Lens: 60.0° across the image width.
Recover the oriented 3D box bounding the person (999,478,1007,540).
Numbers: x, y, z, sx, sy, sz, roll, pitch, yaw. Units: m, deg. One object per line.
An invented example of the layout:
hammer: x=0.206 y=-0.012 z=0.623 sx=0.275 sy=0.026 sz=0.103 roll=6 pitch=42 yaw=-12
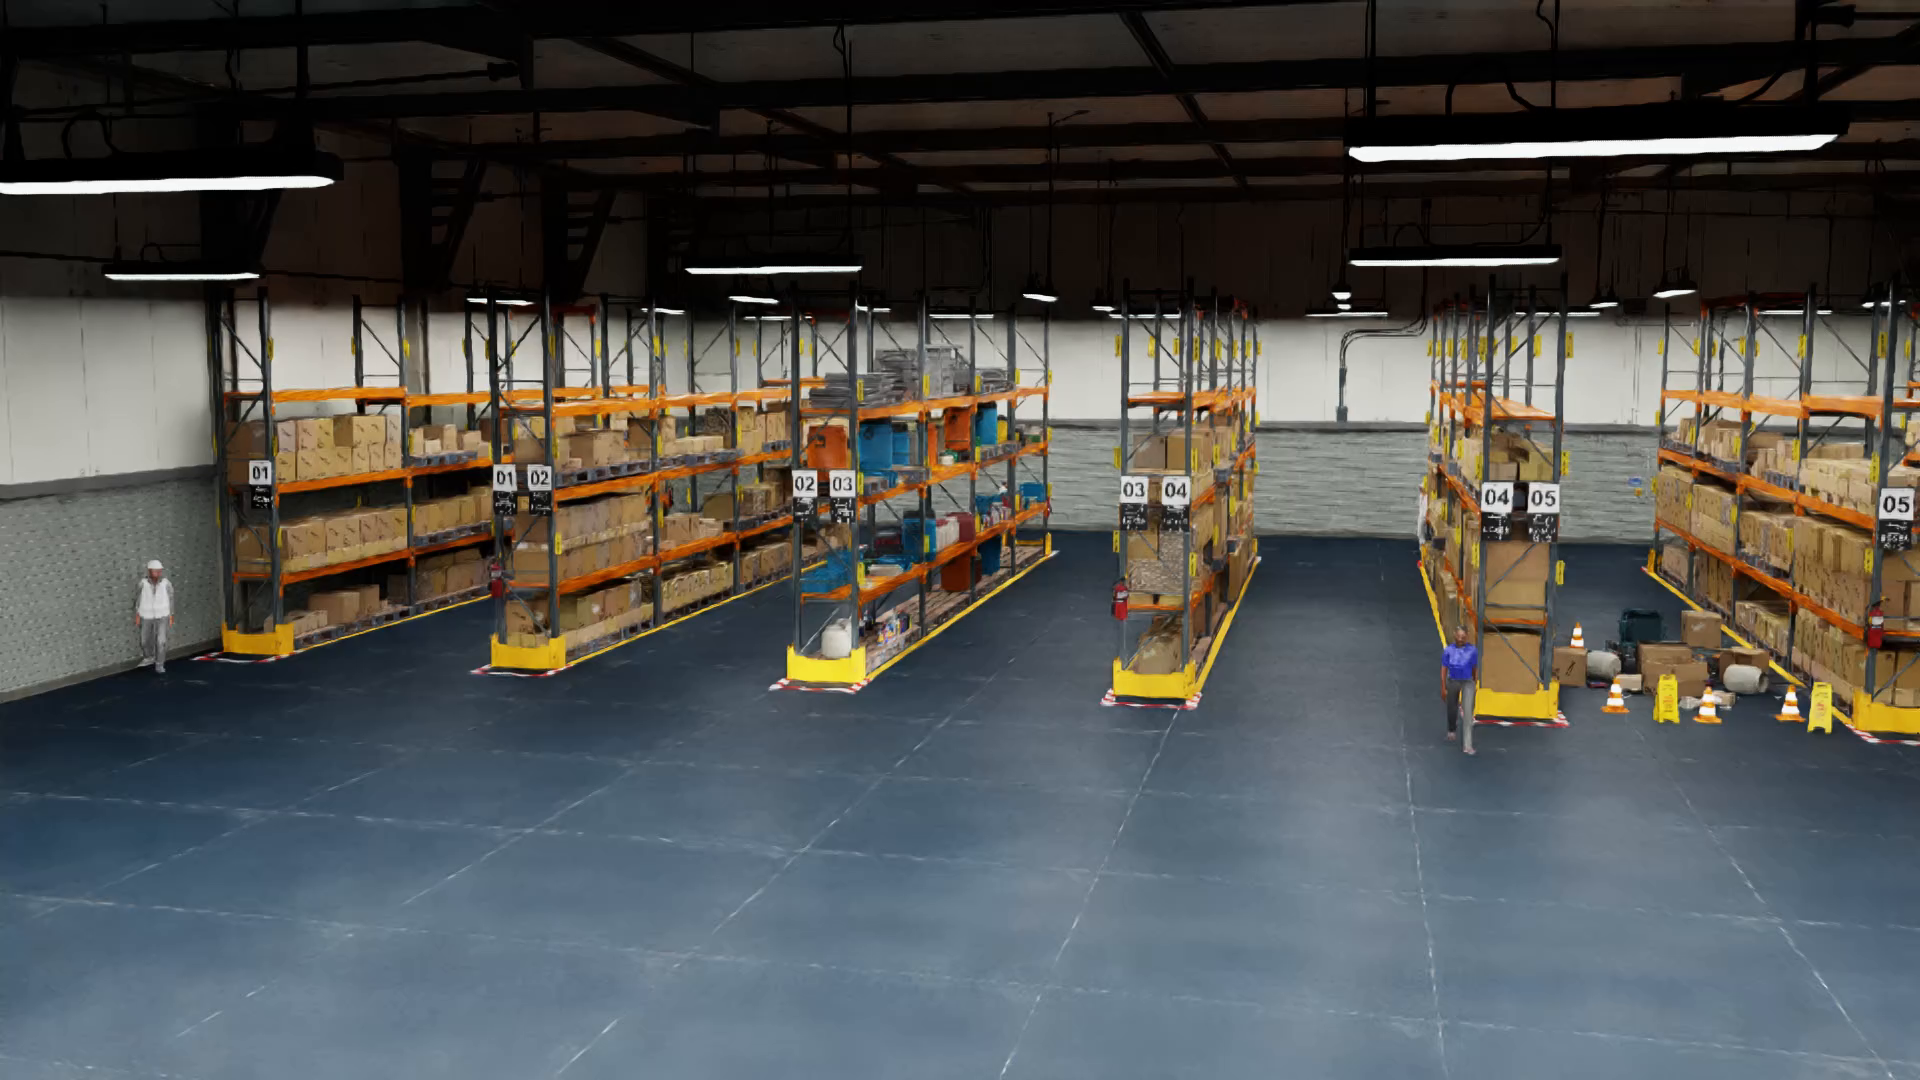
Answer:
person: x=1.121 y=-0.805 z=43.338 sx=0.481 sy=1.656 sz=0.655 roll=6 pitch=9 yaw=44

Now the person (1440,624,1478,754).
person: x=6.237 y=1.821 z=20.799 sx=0.447 sy=1.574 sz=1.088 roll=2 pitch=7 yaw=16

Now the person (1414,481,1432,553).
person: x=11.478 y=-0.562 z=40.840 sx=0.598 sy=1.780 sz=0.569 roll=-4 pitch=8 yaw=-31

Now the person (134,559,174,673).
person: x=-12.526 y=1.166 z=25.865 sx=0.575 sy=1.762 sz=0.570 roll=-3 pitch=7 yaw=-23

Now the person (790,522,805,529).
person: x=-4.155 y=-0.823 z=42.813 sx=0.390 sy=1.791 sz=0.608 roll=4 pitch=8 yaw=32
